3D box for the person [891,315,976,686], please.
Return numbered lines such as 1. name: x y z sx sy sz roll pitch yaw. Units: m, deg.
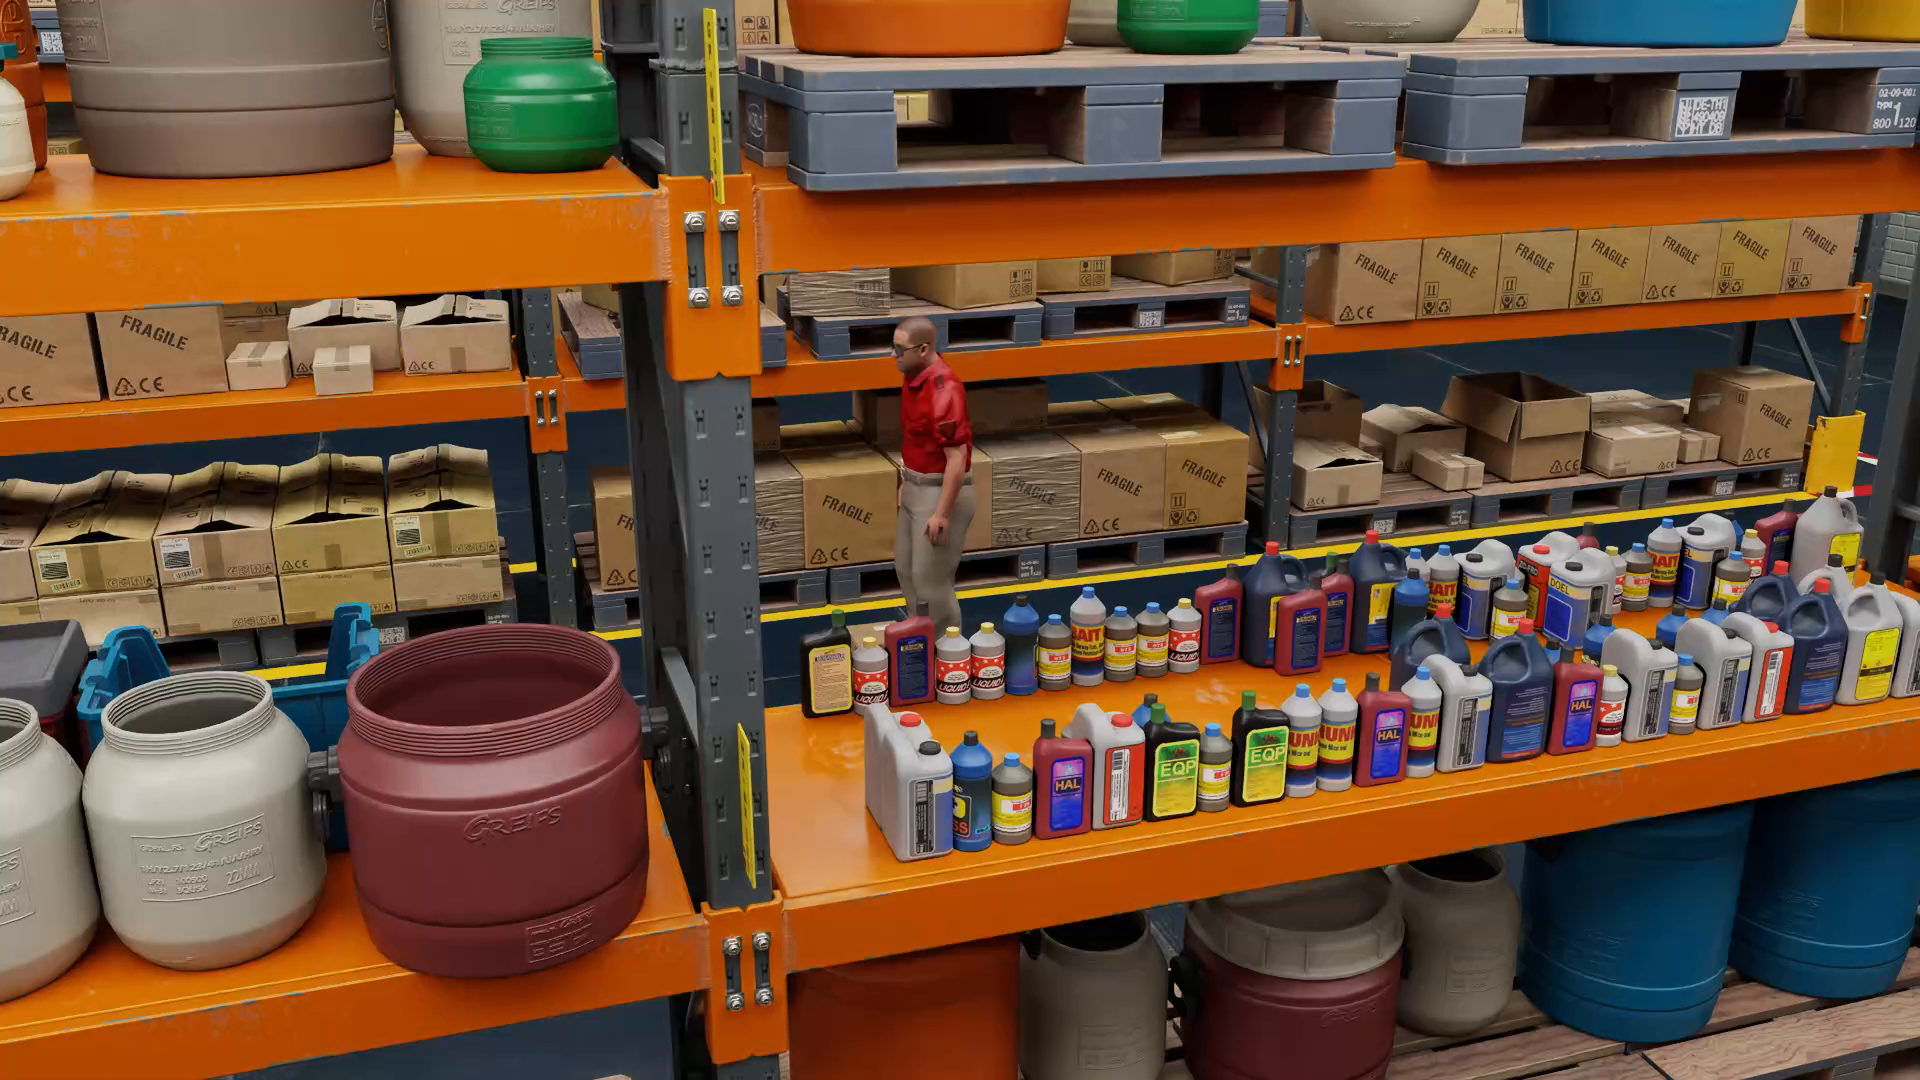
1. person: -0.146 -0.179 7.605 0.394 1.726 0.583 -6 20 -17
